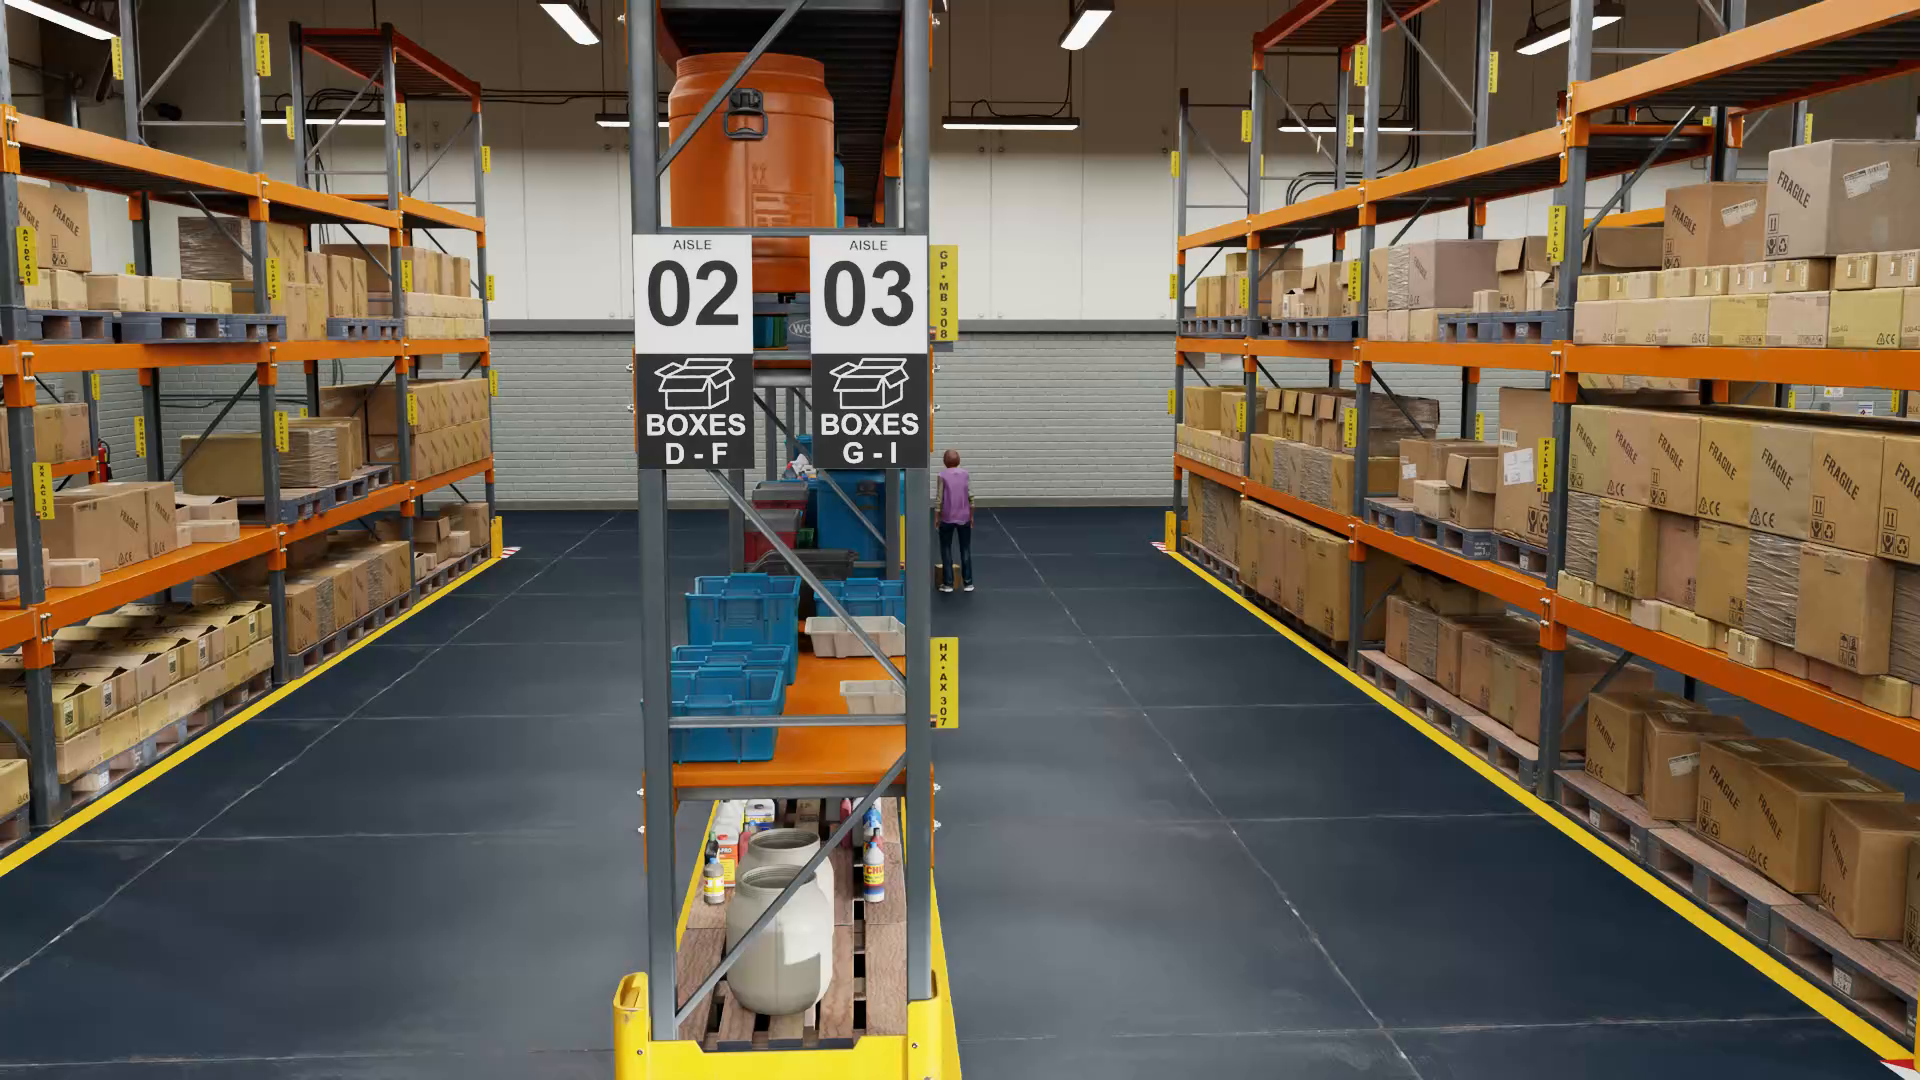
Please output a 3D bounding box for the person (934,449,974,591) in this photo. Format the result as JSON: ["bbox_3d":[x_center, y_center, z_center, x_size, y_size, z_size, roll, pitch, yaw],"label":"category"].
[{"bbox_3d":[-0.058,-0.210,18.543,0.481,1.580,0.346,-2,7,-15],"label":"person"}]
